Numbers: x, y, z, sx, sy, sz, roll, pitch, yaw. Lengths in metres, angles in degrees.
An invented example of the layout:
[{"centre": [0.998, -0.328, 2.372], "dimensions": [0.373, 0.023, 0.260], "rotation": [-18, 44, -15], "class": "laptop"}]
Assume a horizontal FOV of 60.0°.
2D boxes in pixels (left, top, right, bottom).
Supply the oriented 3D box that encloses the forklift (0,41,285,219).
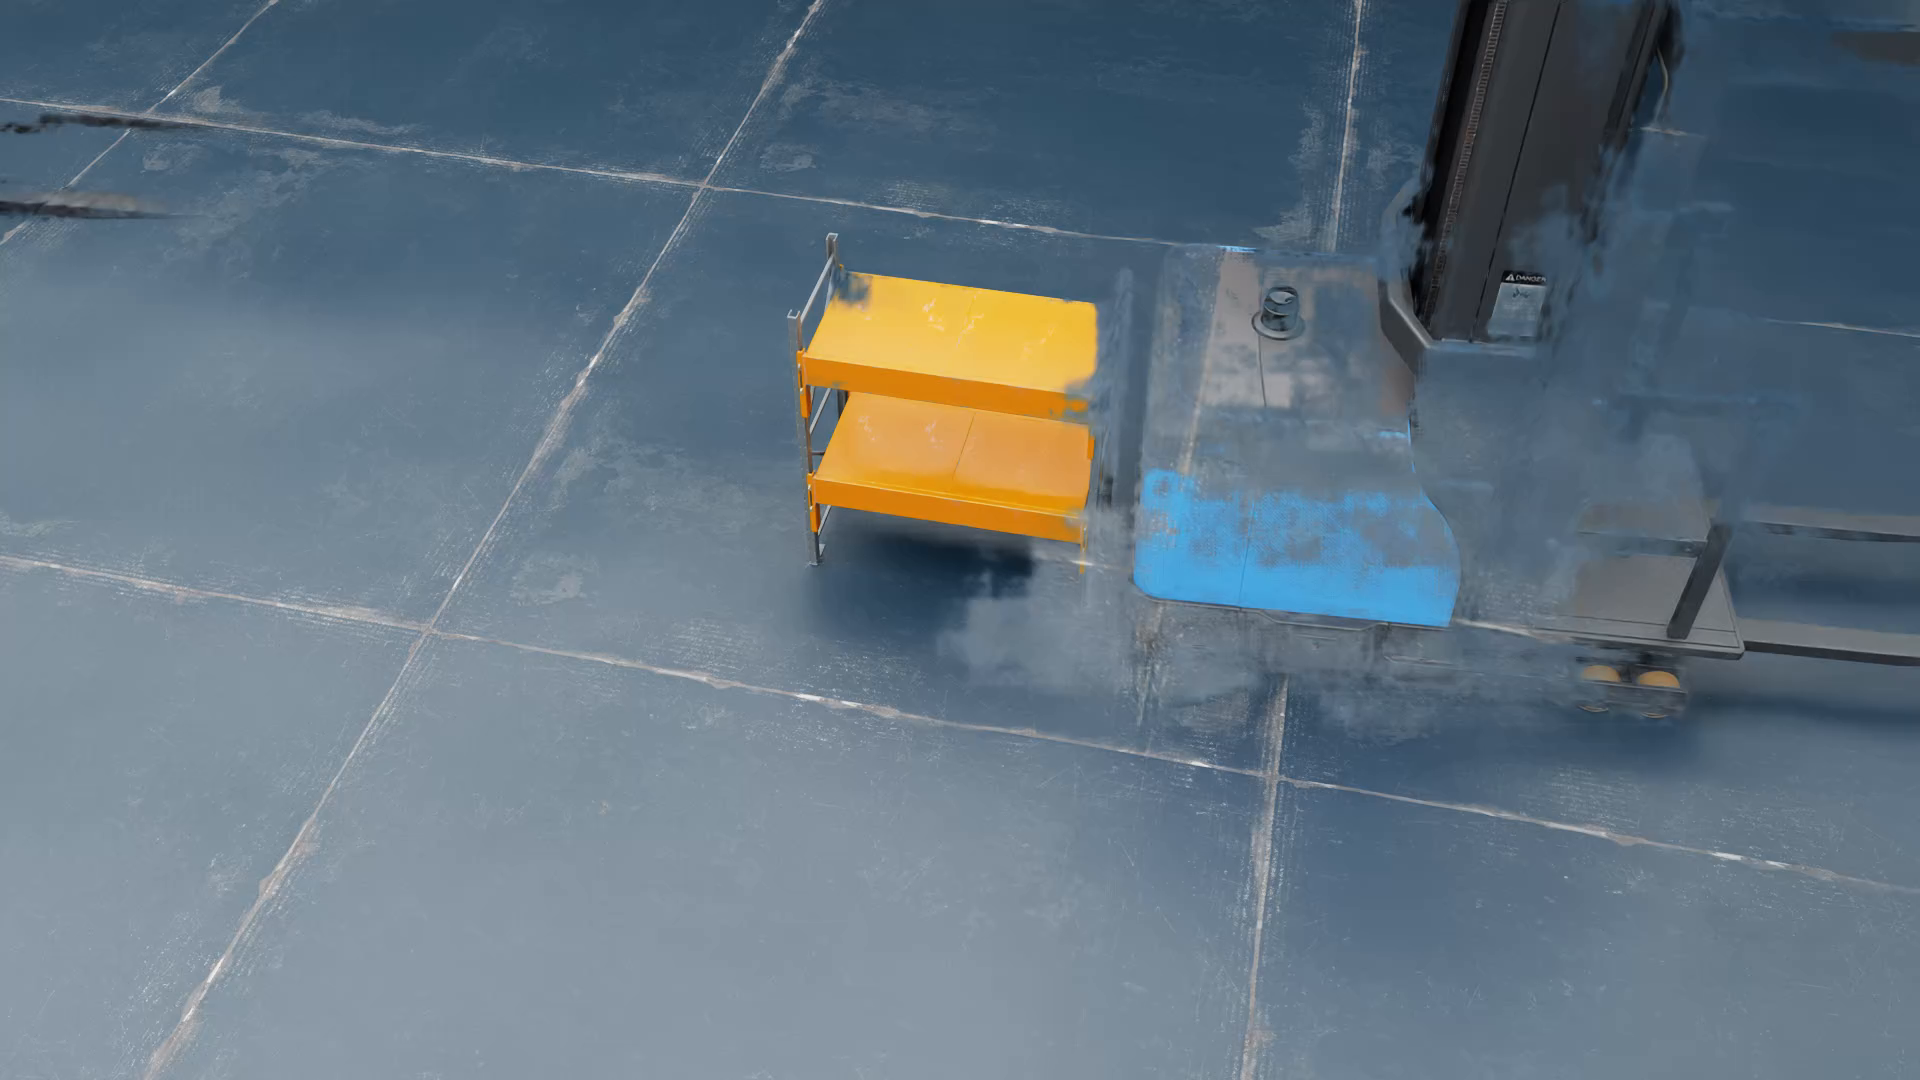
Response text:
[{"centre": [2.127, -0.852, 5.021], "dimensions": [3.031, 2.935, 1.130], "rotation": [5, 44, 6], "class": "forklift"}]
